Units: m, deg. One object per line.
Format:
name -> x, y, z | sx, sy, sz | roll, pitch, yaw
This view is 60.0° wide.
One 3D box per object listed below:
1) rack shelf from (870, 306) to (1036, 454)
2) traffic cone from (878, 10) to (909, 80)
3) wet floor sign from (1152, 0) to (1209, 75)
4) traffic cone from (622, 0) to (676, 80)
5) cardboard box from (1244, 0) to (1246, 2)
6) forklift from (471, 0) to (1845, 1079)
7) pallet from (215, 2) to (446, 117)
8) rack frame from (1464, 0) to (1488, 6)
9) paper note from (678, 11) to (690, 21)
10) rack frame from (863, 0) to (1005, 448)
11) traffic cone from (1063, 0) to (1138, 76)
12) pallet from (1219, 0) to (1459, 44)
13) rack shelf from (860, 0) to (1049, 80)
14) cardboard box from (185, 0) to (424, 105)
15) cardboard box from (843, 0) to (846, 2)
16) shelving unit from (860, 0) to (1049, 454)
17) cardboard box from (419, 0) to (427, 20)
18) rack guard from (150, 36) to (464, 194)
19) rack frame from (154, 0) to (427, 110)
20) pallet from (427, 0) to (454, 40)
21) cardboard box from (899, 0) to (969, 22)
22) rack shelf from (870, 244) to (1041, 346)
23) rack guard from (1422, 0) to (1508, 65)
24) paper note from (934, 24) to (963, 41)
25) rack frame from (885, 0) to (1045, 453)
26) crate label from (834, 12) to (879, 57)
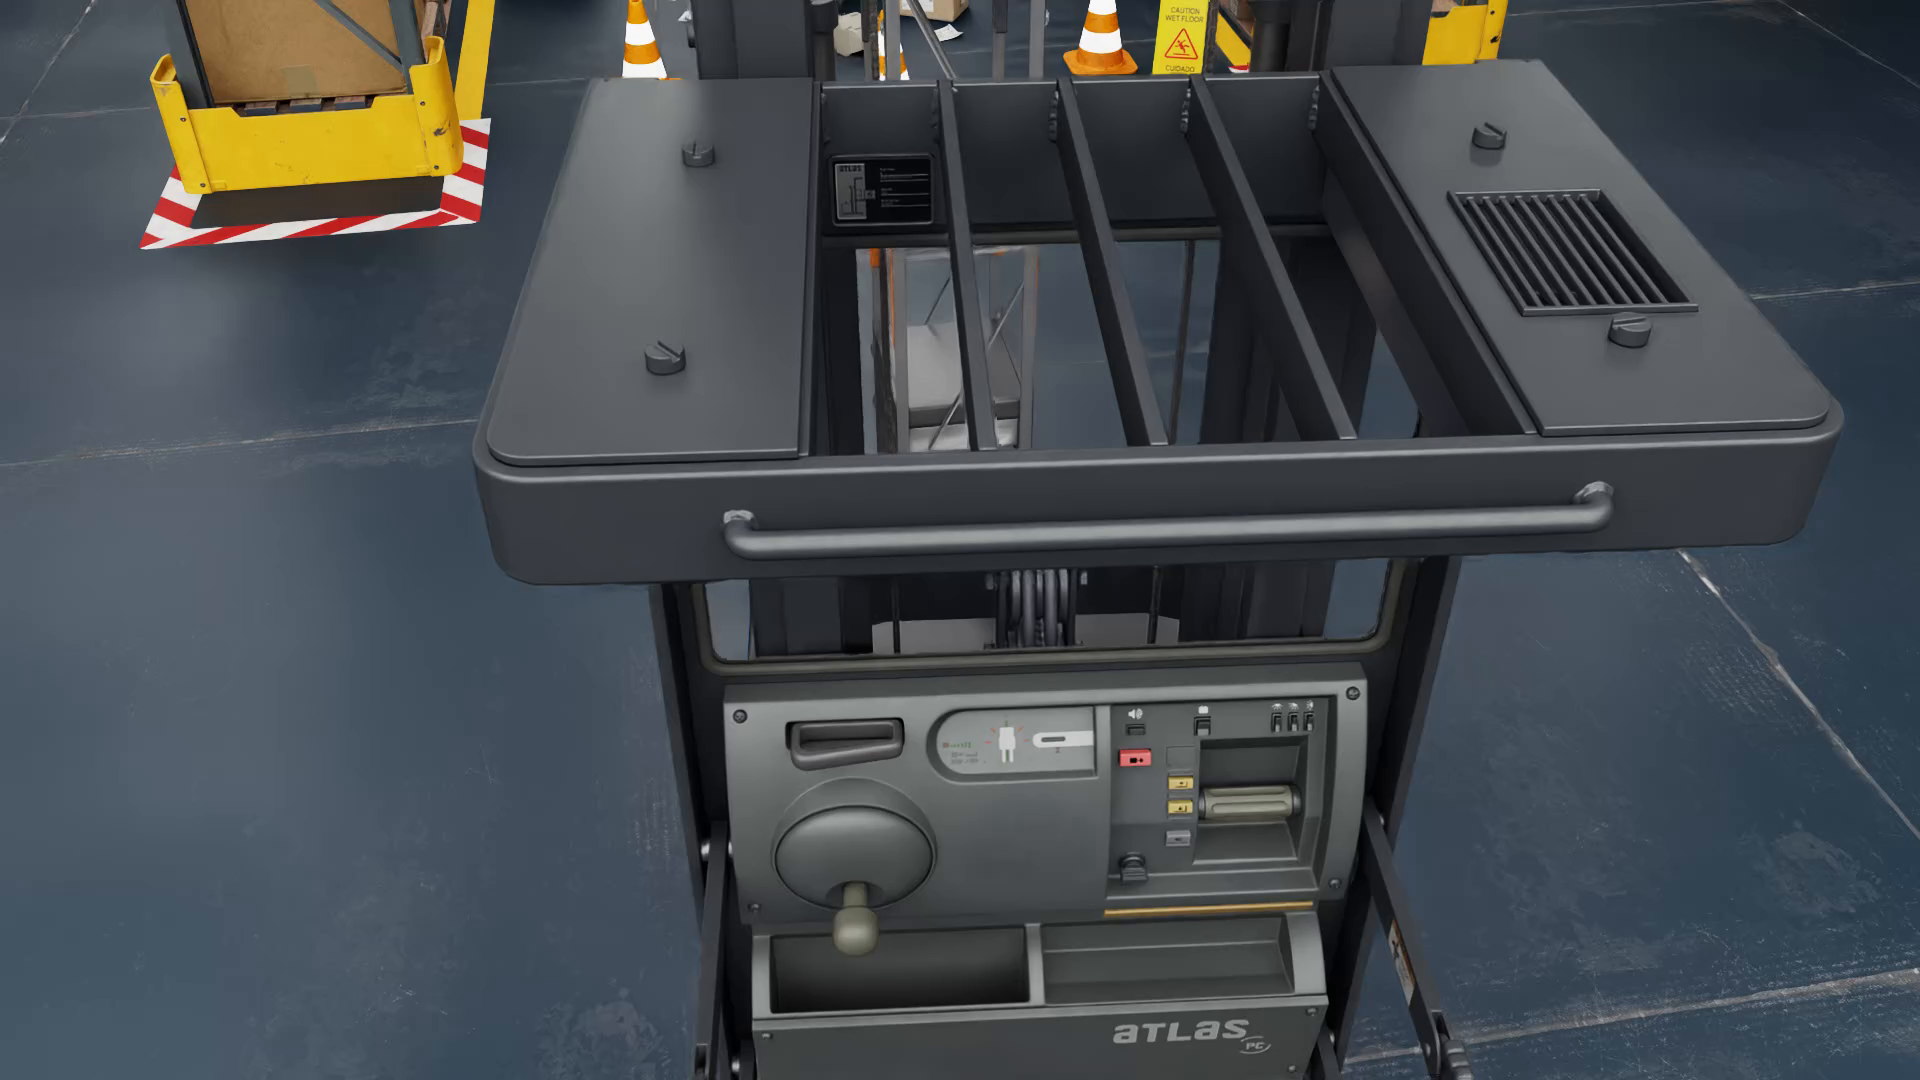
rack shelf -> -0.029, -0.366, 5.172 | 0.431, 0.518, 0.480 | -6, 38, -8
traffic cone -> -0.333, -2.238, 7.753 | 0.336, 0.463, 0.334 | -6, 38, -8
wet floor sign -> 1.026, -2.284, 7.664 | 0.267, 0.644, 0.232 | 6, 38, 8
traffic cone -> -1.505, -2.322, 7.861 | 0.336, 0.463, 0.334 | -6, 38, -8
cardboard box -> 1.635, -2.997, 8.562 | 0.500, 0.250, 0.500 | -6, 38, -8
forklift -> 0.142, 0.464, 2.263 | 1.130, 2.935, 3.031 | -2, 38, -2
pallet -> -3.027, -2.223, 7.940 | 1.003, 0.211, 1.213 | -6, 38, -8
rack frame -> 2.046, -3.443, 7.237 | 1.000, 3.000, 0.127 | -6, 38, -8
paper note -> -1.406, -2.781, 8.807 | 0.144, 0.017, 0.142 | 6, 38, 8
rack frame -> -0.072, -1.077, 4.924 | 0.400, 2.100, 0.015 | -6, 38, -8
traffic cone -> 0.701, -2.563, 8.171 | 0.336, 0.463, 0.334 | -6, 38, -8
pallet -> 1.925, -2.883, 8.788 | 1.003, 0.211, 1.213 | -6, 38, -8
rack shelf -> -0.029, -1.471, 4.313 | 0.431, 0.518, 0.480 | -6, 38, -8
cardboard box -> -2.994, -2.579, 7.515 | 0.875, 0.875, 0.875 | -6, 38, -8
cardboard box -> -0.754, -3.246, 9.018 | 0.637, 0.503, 0.797 | 27, 45, 30
shelving unit -> -0.029, -0.929, 4.735 | 0.431, 2.100, 0.503 | -6, 38, -8
cardboard box -> -3.150, -3.111, 8.198 | 0.875, 0.875, 0.875 | -7, 38, -9
rack guard -> -2.805, -1.848, 7.222 | 1.175, 0.500, 0.348 | -6, 38, -8
rack frame -> -2.810, -2.850, 6.474 | 1.000, 3.000, 0.127 | -6, 38, -8
pallet -> -3.237, -2.959, 8.886 | 1.003, 0.211, 1.213 | -6, 38, -8
cardboard box -> -0.172, -2.892, 8.851 | 0.380, 0.149, 0.250 | 13, 40, 16
rack shelf -> -0.029, -0.918, 4.743 | 0.431, 0.518, 0.480 | -6, 38, -8
rack guard -> 2.033, -2.502, 8.063 | 1.175, 0.500, 0.348 | -6, 38, -8
paper note -> -0.079, -2.628, 8.608 | 0.148, 0.019, 0.142 | -20, 42, -23
rack frame -> 0.014, -0.782, 4.545 | 0.400, 2.100, 0.015 | -6, 38, -8
crate label -> -0.531, -2.577, 8.456 | 0.250, 0.136, 0.298 | -27, 45, -31
